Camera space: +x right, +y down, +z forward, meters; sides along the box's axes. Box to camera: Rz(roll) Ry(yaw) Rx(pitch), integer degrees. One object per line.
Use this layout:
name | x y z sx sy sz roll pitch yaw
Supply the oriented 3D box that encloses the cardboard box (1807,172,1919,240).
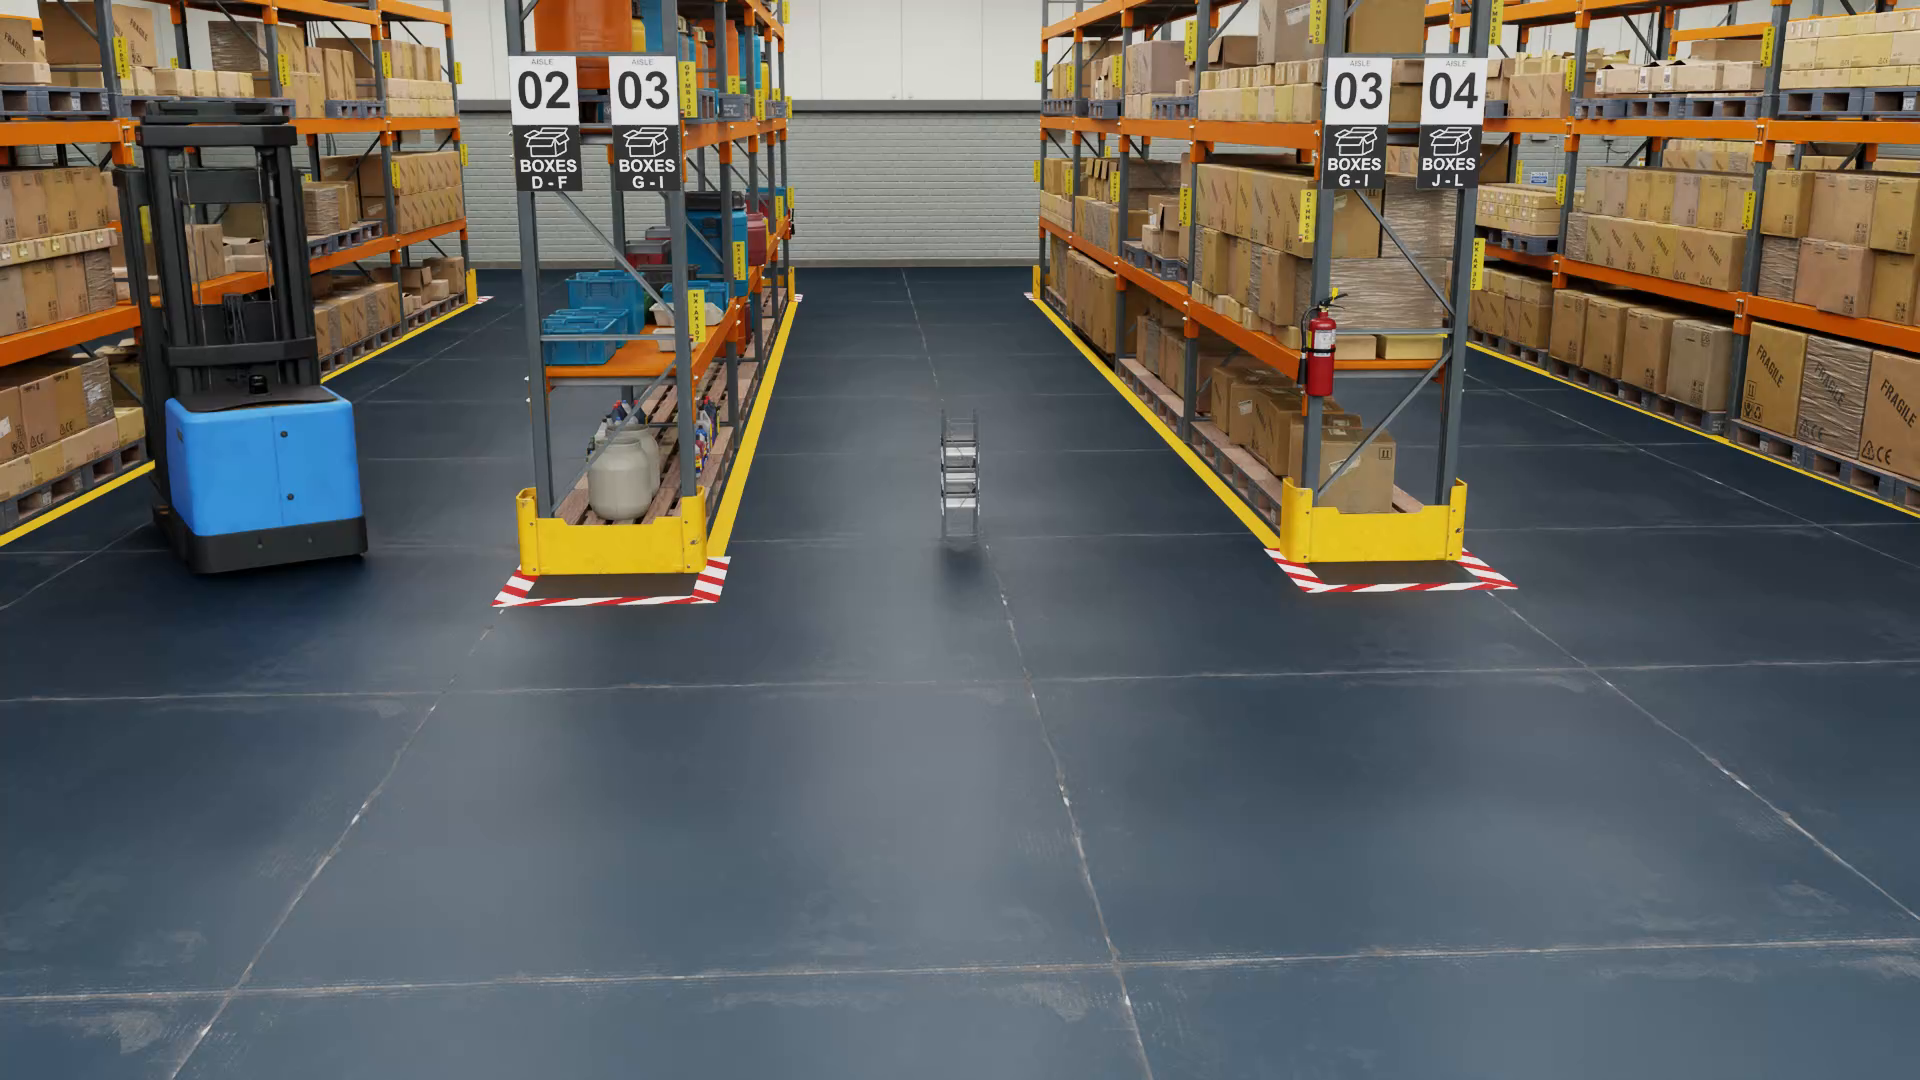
cardboard box | 7.597 -2.749 13.722 0.875 0.550 0.550 -1 14 -3

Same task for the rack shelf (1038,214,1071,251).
rack shelf | 1.883 -4.468 24.314 1.077 0.370 4.000 -1 14 -3

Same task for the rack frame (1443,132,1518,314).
rack frame | 6.963 -4.370 22.491 1.000 3.000 0.127 -1 14 -3

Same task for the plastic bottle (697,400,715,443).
plastic bottle | -2.102 -0.979 13.746 0.144 0.351 0.185 -2 15 -6

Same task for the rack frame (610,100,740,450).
rack frame | -2.441 -2.253 14.261 1.000 3.000 0.127 -1 14 -3

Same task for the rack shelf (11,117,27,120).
rack shelf | -12.949 -5.691 23.049 1.077 0.370 4.000 -1 14 -3

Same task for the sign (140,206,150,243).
sign | -6.832 -2.644 13.885 0.100 0.325 0.005 -1 14 -3

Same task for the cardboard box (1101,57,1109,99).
cardboard box | 2.106 -5.538 19.959 0.797 0.503 0.637 -1 14 -4

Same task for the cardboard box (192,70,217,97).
cardboard box | -7.474 -4.371 15.932 0.500 0.250 0.500 -1 14 -5

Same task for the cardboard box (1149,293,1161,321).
cardboard box | 2.326 -2.523 17.942 0.500 0.250 0.500 0 14 -1

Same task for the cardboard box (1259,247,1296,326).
cardboard box | 2.593 -1.786 11.652 0.875 0.500 0.500 -1 14 -3

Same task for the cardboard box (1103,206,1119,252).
cardboard box | 1.951 -3.615 19.357 0.500 0.500 0.500 -1 14 -4

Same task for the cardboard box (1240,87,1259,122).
cardboard box | 2.373 -3.207 12.252 0.500 0.250 0.500 -1 14 -4

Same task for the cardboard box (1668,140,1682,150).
cardboard box | 11.395 -6.221 26.175 0.380 0.149 0.250 -1 14 -2

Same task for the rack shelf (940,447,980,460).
rack shelf | 0.000 -0.580 11.386 0.258 0.077 0.200 -1 14 -3

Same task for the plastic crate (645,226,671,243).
plastic crate | -2.894 -2.872 16.539 0.402 0.464 0.583 -1 14 -3

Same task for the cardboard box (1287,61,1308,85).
cardboard box | 2.396 -3.104 11.054 0.380 0.149 0.250 -2 15 -6

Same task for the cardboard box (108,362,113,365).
cardboard box | -7.697 -1.417 14.562 0.500 0.311 0.500 -1 14 -3

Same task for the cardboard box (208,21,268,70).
cardboard box | -7.654 -5.266 17.745 0.500 0.500 0.500 -1 14 -3

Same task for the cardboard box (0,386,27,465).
cardboard box | -7.026 -0.802 11.796 0.500 0.500 0.500 -1 14 -3

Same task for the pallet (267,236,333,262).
pallet | -7.745 -3.246 18.509 1.213 0.211 1.003 -1 14 -3

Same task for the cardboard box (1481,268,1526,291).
cardboard box | 6.808 -3.279 20.919 0.500 0.250 0.500 0 14 -1

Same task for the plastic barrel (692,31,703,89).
plastic barrel | -2.814 -4.538 16.261 0.600 0.830 0.708 -1 14 -3

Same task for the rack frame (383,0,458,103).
rack frame | -8.129 -8.067 24.819 1.000 3.000 0.127 -1 14 -3

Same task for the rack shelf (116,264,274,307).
rack shelf | -7.509 -2.326 15.991 1.077 0.370 4.000 -1 14 -3

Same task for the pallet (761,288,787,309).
pallet | -3.172 -3.681 25.408 1.003 0.211 1.213 -1 14 -3

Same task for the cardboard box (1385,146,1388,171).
cardboard box | 6.526 -5.671 24.742 0.500 0.500 0.500 -1 14 -5

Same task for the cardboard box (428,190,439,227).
cardboard box | -7.737 -4.724 23.667 0.500 0.500 0.500 -1 14 -4

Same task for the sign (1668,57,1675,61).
sign | 7.765 -5.123 18.202 0.100 0.325 0.005 -1 14 -3

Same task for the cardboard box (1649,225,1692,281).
cardboard box | 7.097 -2.806 16.211 0.500 0.500 0.500 -1 14 -3

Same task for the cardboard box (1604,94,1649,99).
cardboard box | 7.441 -5.022 18.806 0.500 0.500 0.500 -1 14 -3

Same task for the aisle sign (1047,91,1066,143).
aisle sign | 1.455 -6.586 25.885 0.394 0.787 0.004 -1 14 -3

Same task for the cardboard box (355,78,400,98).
cardboard box | -7.663 -5.914 21.768 0.500 0.250 0.500 -1 14 -3

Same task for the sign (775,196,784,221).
sign | -2.388 -4.384 21.991 0.100 0.325 0.005 -1 14 -3

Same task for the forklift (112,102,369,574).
forklift | -5.112 -1.519 11.547 1.130 2.935 3.031 -9 17 -31

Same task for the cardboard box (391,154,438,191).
cardboard box | -7.726 -5.205 23.531 0.500 0.500 0.500 0 14 -2

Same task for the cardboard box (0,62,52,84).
cardboard box | -7.038 -3.483 12.406 0.380 0.149 0.250 -1 14 -3

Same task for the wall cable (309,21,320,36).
wall cable | -10.366 -10.385 29.927 3.097 2.526 0.112 -1 14 -3

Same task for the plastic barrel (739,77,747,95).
plastic barrel | -2.525 -5.095 18.759 0.294 0.245 0.294 0 14 0

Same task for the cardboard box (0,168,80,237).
cardboard box | -7.319 -2.618 12.877 0.700 0.500 0.500 -1 14 -4

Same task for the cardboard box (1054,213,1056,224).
cardboard box | 1.566 -4.651 24.086 0.380 0.149 0.250 -1 14 -3

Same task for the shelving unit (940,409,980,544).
shelving unit | 0.000 -0.438 11.422 0.258 0.900 0.210 -1 14 -3

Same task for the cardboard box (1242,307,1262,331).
cardboard box | 2.328 -1.652 12.430 0.380 0.149 0.250 -1 14 -3

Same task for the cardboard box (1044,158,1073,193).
cardboard box | 1.550 -5.500 25.082 0.500 0.500 0.500 -1 14 -5

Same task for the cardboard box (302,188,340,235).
cardboard box | -7.651 -3.809 19.267 0.700 0.500 0.500 2 15 7

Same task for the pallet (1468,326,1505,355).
pallet | 7.091 -2.522 20.904 1.003 0.211 1.213 -1 14 -3

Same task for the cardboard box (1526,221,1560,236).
cardboard box | 6.722 -3.573 19.053 0.380 0.149 0.250 -1 14 -3

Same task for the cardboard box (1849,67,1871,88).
cardboard box | 7.207 -3.614 12.995 0.380 0.149 0.250 -1 14 -4

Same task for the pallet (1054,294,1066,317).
pallet | 1.959 -3.463 24.560 1.003 0.211 1.213 -1 14 -3

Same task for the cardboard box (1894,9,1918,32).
cardboard box | 7.236 -3.875 12.409 0.380 0.149 0.250 -1 14 -4

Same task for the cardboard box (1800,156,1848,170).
cardboard box | 11.638 -4.890 22.306 0.500 0.500 0.500 -1 14 -3

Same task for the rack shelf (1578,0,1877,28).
rack shelf | 7.335 -5.241 16.084 1.077 0.370 4.000 -1 14 -3

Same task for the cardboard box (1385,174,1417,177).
cardboard box | 2.964 -2.276 11.550 0.500 0.500 0.500 -1 14 -3

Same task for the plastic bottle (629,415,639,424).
plastic bottle | -2.676 -0.903 13.608 0.097 0.271 0.097 0 14 0

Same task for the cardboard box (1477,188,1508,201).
cardboard box | 6.610 -4.313 20.738 0.380 0.149 0.250 0 14 -1

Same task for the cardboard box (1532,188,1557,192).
cardboard box | 7.281 -4.252 20.500 0.380 0.149 0.250 -1 14 -4

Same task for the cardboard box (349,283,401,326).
cardboard box | -7.564 -3.051 21.497 0.500 0.500 0.500 -1 14 -4

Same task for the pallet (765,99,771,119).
pallet | -2.639 -4.800 18.523 1.003 0.211 1.213 -1 14 -3

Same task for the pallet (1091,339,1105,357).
pallet | 2.208 -2.473 20.715 1.003 0.211 1.213 -1 14 -3
